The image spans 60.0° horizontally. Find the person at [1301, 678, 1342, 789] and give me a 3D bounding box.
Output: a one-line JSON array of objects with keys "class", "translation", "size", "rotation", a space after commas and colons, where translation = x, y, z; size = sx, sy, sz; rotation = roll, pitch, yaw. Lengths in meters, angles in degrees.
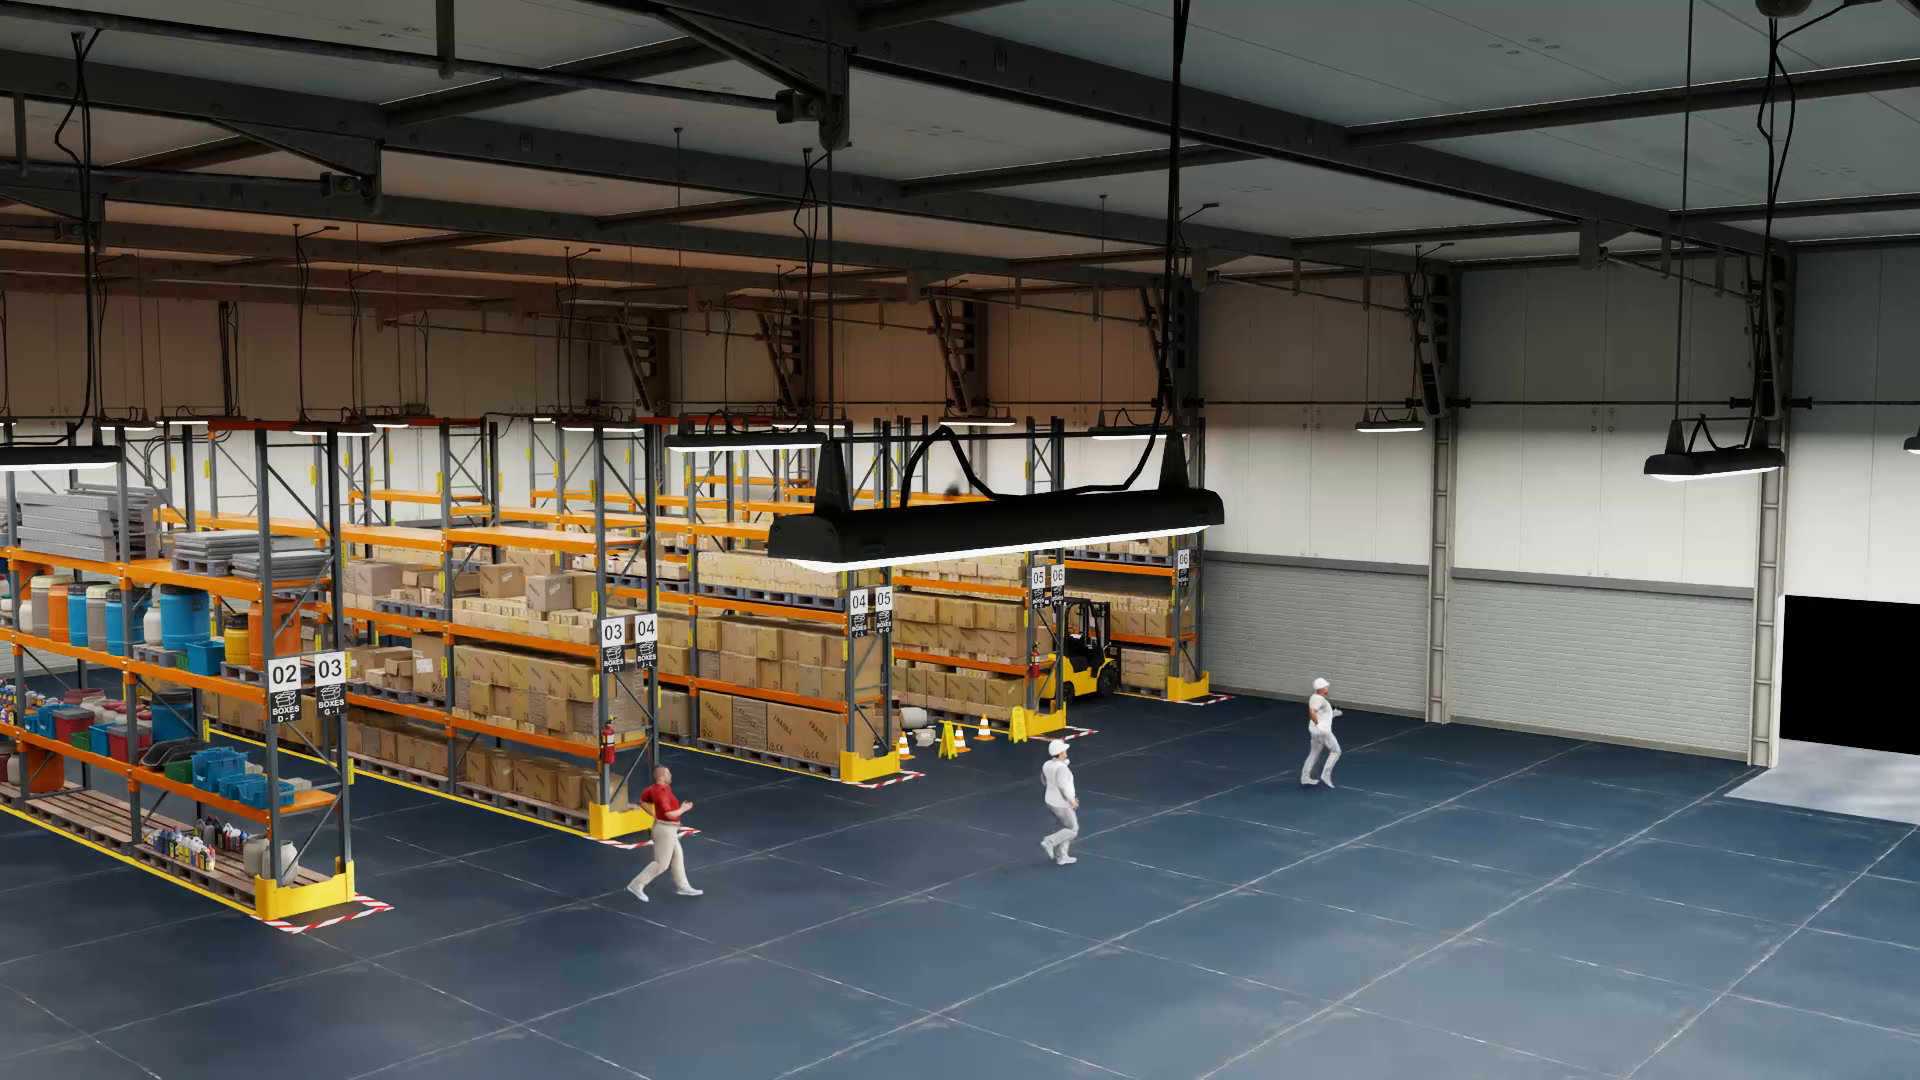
[{"class": "person", "translation": [5.950, 3.176, 27.291], "size": [0.694, 1.812, 0.669], "rotation": [-1, 5, -8]}]

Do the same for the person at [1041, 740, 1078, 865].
[{"class": "person", "translation": [1.332, 3.585, 22.677], "size": [0.597, 1.728, 0.671], "rotation": [-2, 5, -27]}]

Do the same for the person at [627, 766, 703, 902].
[{"class": "person", "translation": [-3.738, 3.706, 20.999], "size": [0.987, 1.710, 0.662], "rotation": [-2, 5, -21]}]
